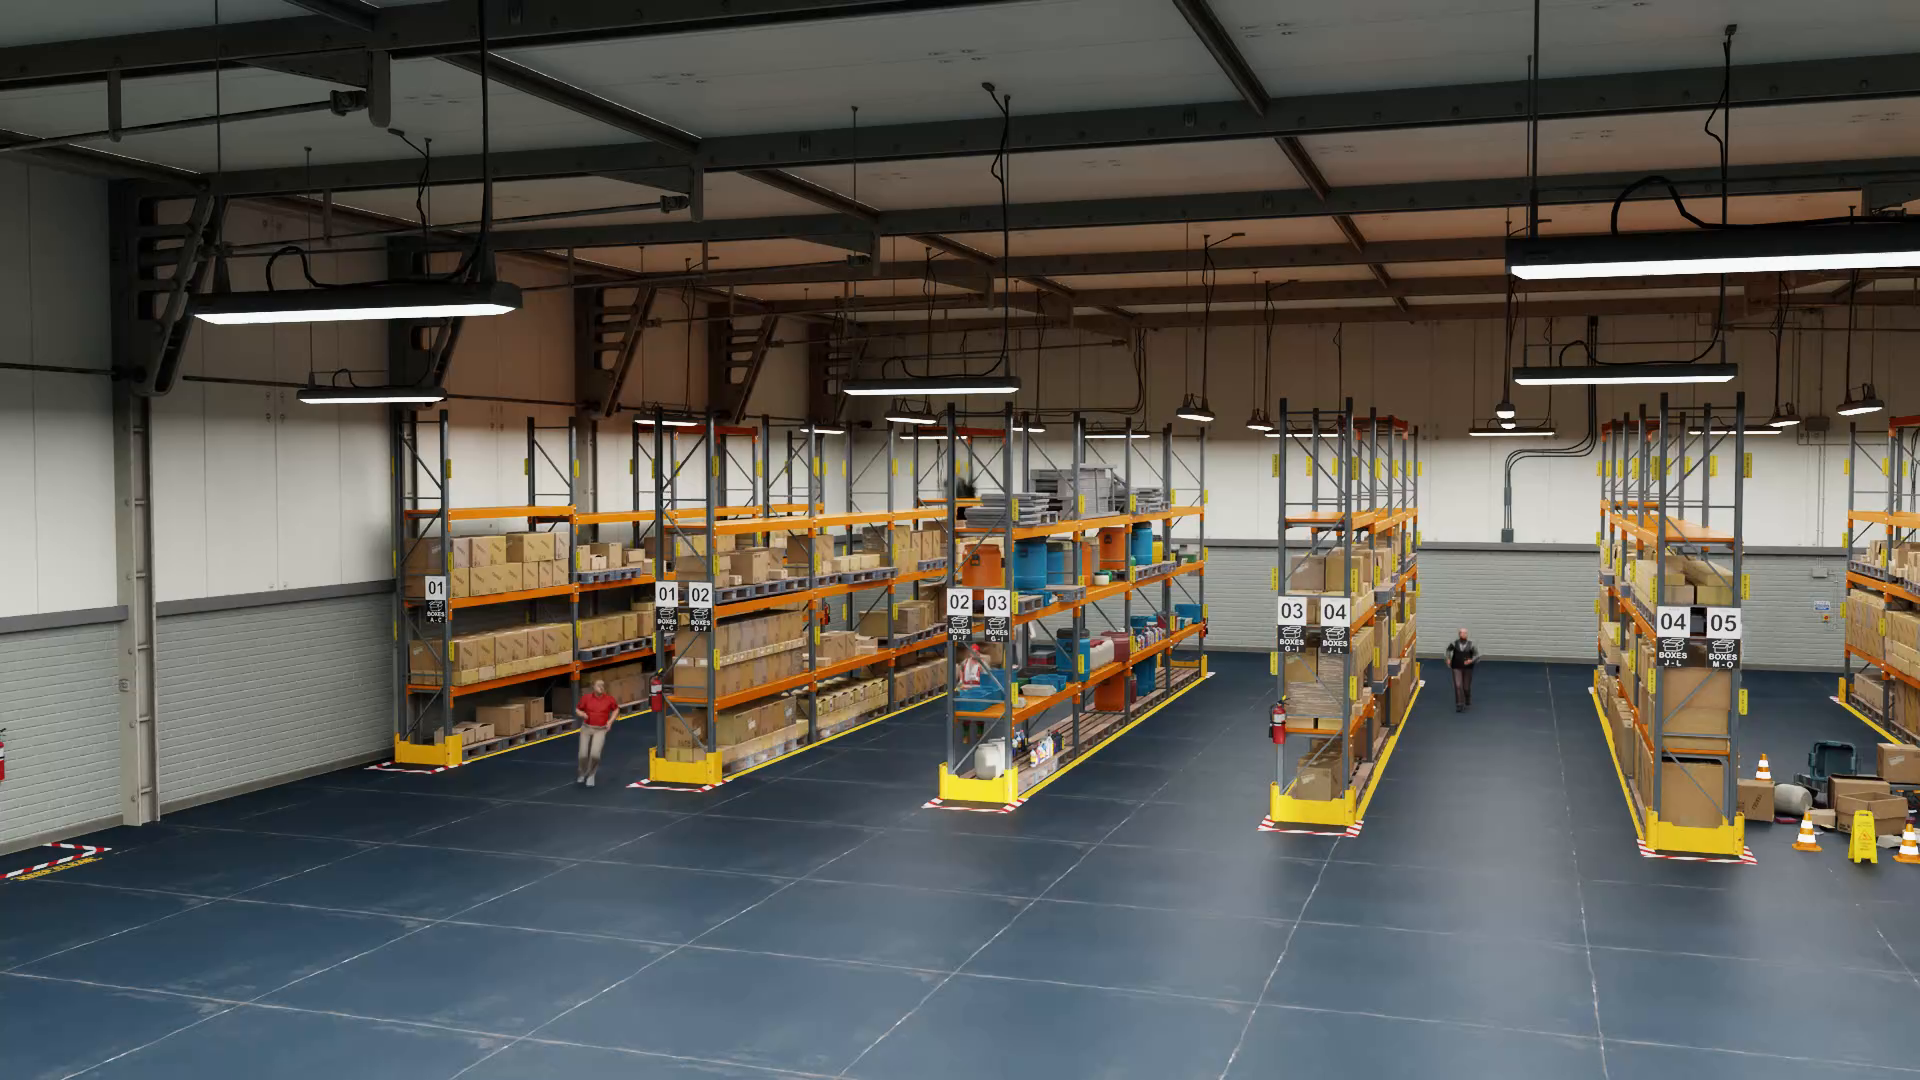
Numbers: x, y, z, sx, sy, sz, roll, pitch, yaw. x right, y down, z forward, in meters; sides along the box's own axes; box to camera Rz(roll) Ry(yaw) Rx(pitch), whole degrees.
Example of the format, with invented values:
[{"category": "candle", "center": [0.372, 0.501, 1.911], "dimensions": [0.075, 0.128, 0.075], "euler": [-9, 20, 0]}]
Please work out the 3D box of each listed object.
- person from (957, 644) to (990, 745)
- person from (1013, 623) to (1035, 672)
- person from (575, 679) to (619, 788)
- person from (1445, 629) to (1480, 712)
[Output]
[{"category": "person", "center": [0.237, 2.808, 30.296], "dimensions": [0.642, 1.838, 0.763], "euler": [1, 3, 14]}, {"category": "person", "center": [1.395, 2.371, 36.811], "dimensions": [0.546, 1.568, 0.769], "euler": [0, 2, 8]}, {"category": "person", "center": [-5.730, 3.053, 26.203], "dimensions": [0.666, 1.724, 0.676], "euler": [0, 2, -6]}, {"category": "person", "center": [10.364, 2.672, 34.317], "dimensions": [0.687, 1.684, 1.004], "euler": [1, 3, 19]}]
